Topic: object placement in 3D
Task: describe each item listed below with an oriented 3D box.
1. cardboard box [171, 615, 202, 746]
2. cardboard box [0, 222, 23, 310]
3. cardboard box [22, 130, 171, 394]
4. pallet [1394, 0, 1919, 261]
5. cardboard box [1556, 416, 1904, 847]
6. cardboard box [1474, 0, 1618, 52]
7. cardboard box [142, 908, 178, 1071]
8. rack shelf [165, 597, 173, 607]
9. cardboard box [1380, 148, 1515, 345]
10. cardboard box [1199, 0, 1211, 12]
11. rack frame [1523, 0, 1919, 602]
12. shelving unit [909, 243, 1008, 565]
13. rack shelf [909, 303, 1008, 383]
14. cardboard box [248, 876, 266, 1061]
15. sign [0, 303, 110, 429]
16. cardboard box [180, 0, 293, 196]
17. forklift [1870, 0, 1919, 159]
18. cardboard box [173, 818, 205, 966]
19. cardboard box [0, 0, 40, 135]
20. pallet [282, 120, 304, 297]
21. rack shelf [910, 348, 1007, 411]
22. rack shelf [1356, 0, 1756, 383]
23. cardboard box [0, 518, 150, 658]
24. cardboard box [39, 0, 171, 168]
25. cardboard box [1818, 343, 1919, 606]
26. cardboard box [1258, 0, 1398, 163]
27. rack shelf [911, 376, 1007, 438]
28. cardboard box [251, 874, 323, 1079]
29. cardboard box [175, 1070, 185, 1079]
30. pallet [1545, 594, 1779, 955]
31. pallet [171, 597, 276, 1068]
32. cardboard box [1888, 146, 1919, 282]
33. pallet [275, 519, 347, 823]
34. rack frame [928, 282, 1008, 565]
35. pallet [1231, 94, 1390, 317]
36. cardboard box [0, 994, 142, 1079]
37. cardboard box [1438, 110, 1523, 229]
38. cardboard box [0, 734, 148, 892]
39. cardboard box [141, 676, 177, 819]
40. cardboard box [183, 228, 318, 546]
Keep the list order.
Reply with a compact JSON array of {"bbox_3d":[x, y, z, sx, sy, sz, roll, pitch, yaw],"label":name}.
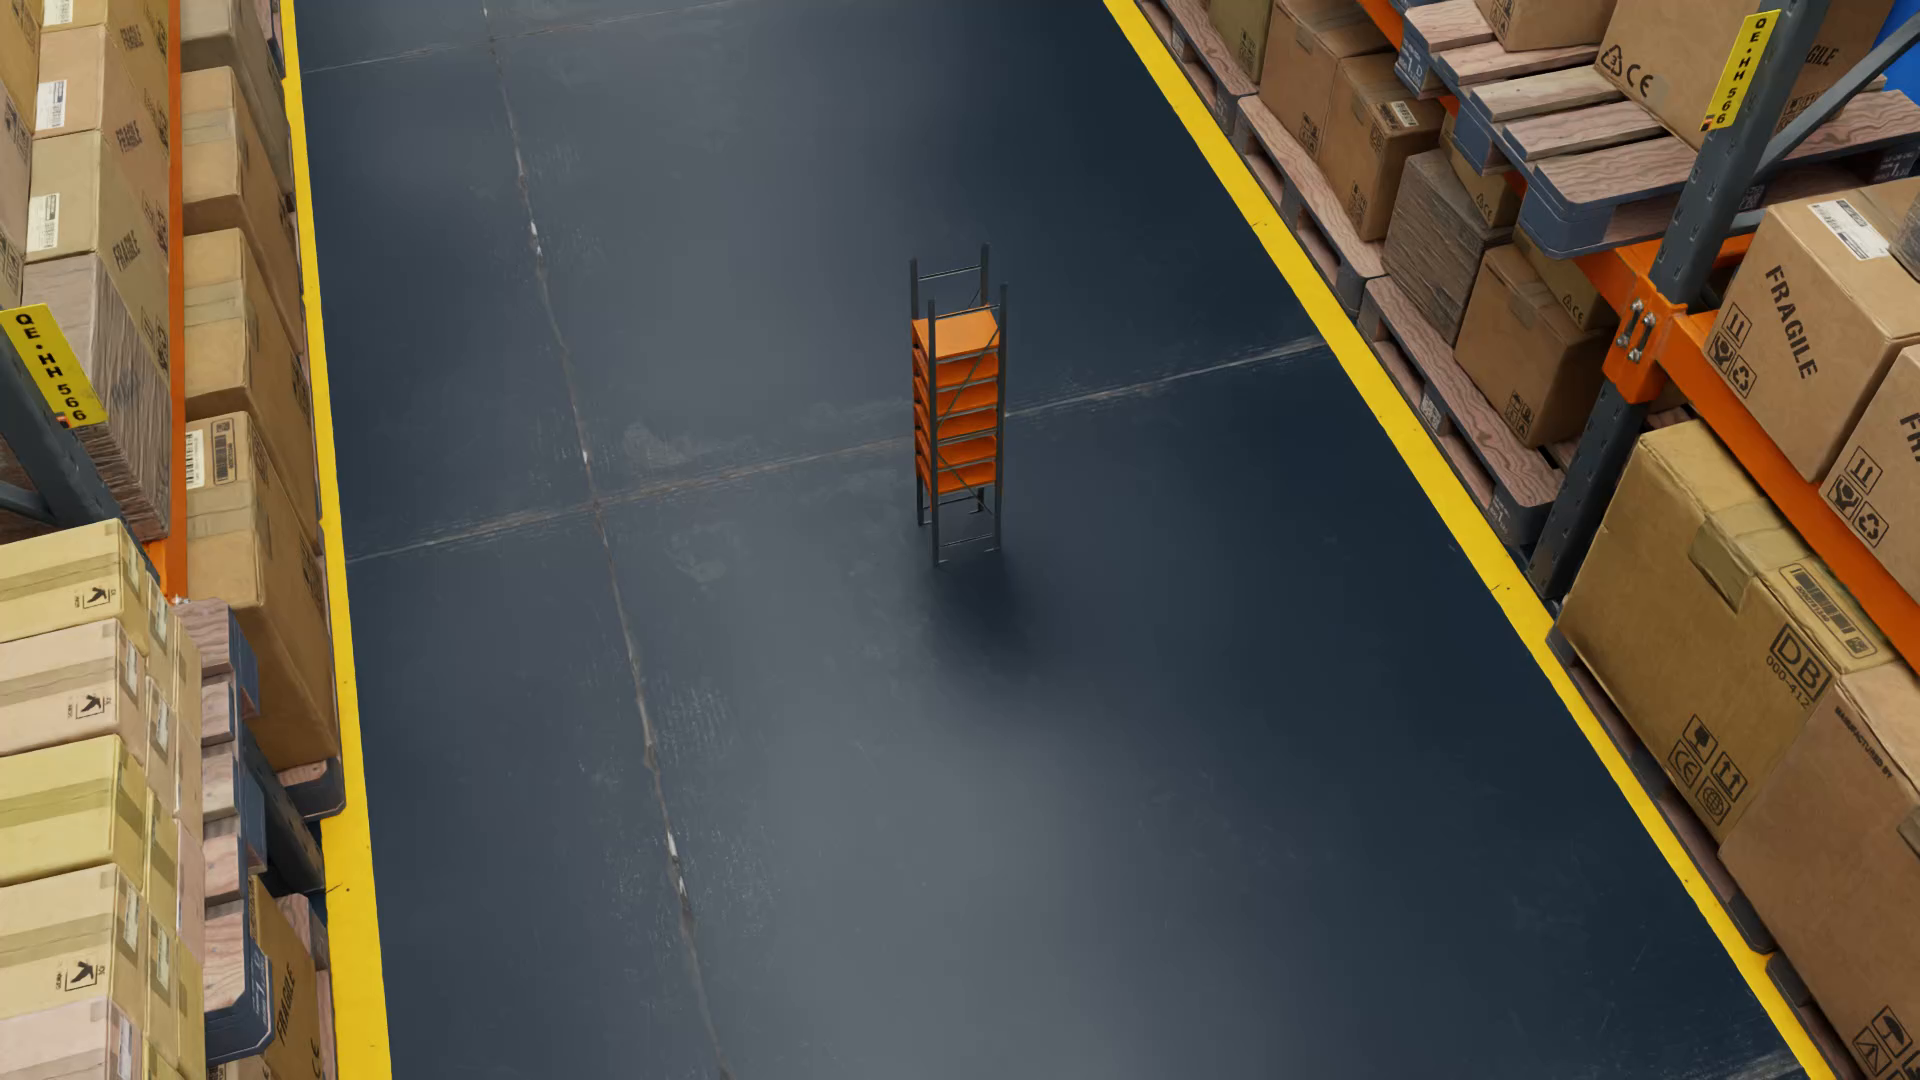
[{"bbox_3d":[-1.772,0.331,3.399,0.380,0.149,0.250,-13,51,-10],"label":"cardboard box"},{"bbox_3d":[-2.480,-0.556,3.537,0.700,0.500,0.500,-14,51,-11],"label":"cardboard box"},{"bbox_3d":[-2.385,-0.663,4.281,0.500,0.500,0.500,-14,51,-11],"label":"cardboard box"},{"bbox_3d":[2.099,-1.353,5.054,1.213,0.211,1.003,-13,51,-11],"label":"pallet"},{"bbox_3d":[2.595,0.140,4.785,1.225,0.875,0.875,-15,52,-13],"label":"cardboard box"},{"bbox_3d":[1.953,-1.857,5.013,0.700,0.500,0.500,-7,50,-6],"label":"cardboard box"},{"bbox_3d":[-1.542,0.806,2.804,0.380,0.149,0.250,-13,51,-11],"label":"cardboard box"},{"bbox_3d":[-1.765,1.822,2.723,1.077,0.370,4.000,-13,51,-11],"label":"rack shelf"},{"bbox_3d":[2.018,-1.142,6.098,0.700,0.500,0.500,-17,52,-14],"label":"cardboard box"},{"bbox_3d":[1.389,-2.723,7.431,0.700,0.500,0.500,-17,52,-14],"label":"cardboard box"},{"bbox_3d":[2.411,-0.919,4.562,1.000,3.000,0.127,-13,51,-11],"label":"rack frame"},{"bbox_3d":[-0.004,-0.397,5.300,0.258,1.200,0.189,-13,51,-11],"label":"shelving unit"},{"bbox_3d":[-0.004,-0.601,5.059,0.258,0.103,0.180,-13,51,-11],"label":"rack shelf"},{"bbox_3d":[-1.904,0.998,3.817,0.500,0.250,0.500,-14,51,-12],"label":"cardboard box"},{"bbox_3d":[-1.841,-0.348,3.376,0.100,0.325,0.005,-13,51,-11],"label":"sign"},{"bbox_3d":[-3.270,-1.770,6.477,1.050,0.750,0.750,-14,51,-11],"label":"cardboard box"},{"bbox_3d":[4.501,-3.265,6.585,3.031,2.935,1.130,-27,55,-21],"label":"forklift"},{"bbox_3d":[-1.624,0.701,3.087,0.380,0.149,0.250,-13,51,-10],"label":"cardboard box"},{"bbox_3d":[-2.785,-1.299,4.164,0.700,0.500,0.500,-14,51,-12],"label":"cardboard box"},{"bbox_3d":[-3.240,-1.347,6.748,1.003,0.211,1.213,-13,51,-11],"label":"pallet"},{"bbox_3d":[-0.004,-0.523,5.151,0.258,0.103,0.180,-13,51,-11],"label":"rack shelf"},{"bbox_3d":[1.820,-2.147,6.069,1.077,0.370,4.000,-13,51,-11],"label":"rack shelf"},{"bbox_3d":[-1.774,0.137,3.173,0.380,0.149,0.250,-15,52,-12],"label":"cardboard box"},{"bbox_3d":[-2.679,-1.396,4.899,0.500,0.500,0.500,-14,51,-11],"label":"cardboard box"},{"bbox_3d":[2.450,-0.158,3.856,0.500,0.500,0.500,-15,51,-12],"label":"cardboard box"},{"bbox_3d":[1.678,-1.962,6.789,0.700,0.500,0.500,-17,52,-14],"label":"cardboard box"},{"bbox_3d":[-0.004,-0.446,5.242,0.258,0.103,0.180,-13,51,-11],"label":"rack shelf"},{"bbox_3d":[-1.913,1.221,4.119,0.500,0.500,0.500,-14,51,-11],"label":"cardboard box"},{"bbox_3d":[-1.472,1.080,2.768,0.380,0.149,0.250,-15,52,-13],"label":"cardboard box"},{"bbox_3d":[2.572,0.573,5.129,1.003,0.211,1.213,-13,51,-11],"label":"pallet"},{"bbox_3d":[-2.044,0.687,3.334,1.213,0.211,1.003,-13,51,-11],"label":"pallet"},{"bbox_3d":[2.612,-0.736,3.687,0.797,0.503,0.637,-12,51,-10],"label":"cardboard box"},{"bbox_3d":[-2.518,0.435,5.245,1.003,0.211,1.213,-13,51,-11],"label":"pallet"},{"bbox_3d":[0.023,-0.330,5.244,0.240,1.200,0.006,-13,51,-11],"label":"rack frame"},{"bbox_3d":[1.824,-1.480,6.860,1.003,0.211,1.213,-13,51,-11],"label":"pallet"},{"bbox_3d":[-1.476,0.884,2.543,0.380,0.149,0.250,-13,51,-11],"label":"cardboard box"},{"bbox_3d":[2.018,-1.364,5.795,0.500,0.250,0.500,-8,50,-7],"label":"cardboard box"},{"bbox_3d":[-1.624,0.512,2.857,0.380,0.149,0.250,-12,51,-10],"label":"cardboard box"},{"bbox_3d":[-1.695,0.431,3.120,0.380,0.149,0.250,-12,51,-10],"label":"cardboard box"},{"bbox_3d":[-2.713,-0.384,5.309,1.050,0.750,0.750,-13,51,-10],"label":"cardboard box"}]
